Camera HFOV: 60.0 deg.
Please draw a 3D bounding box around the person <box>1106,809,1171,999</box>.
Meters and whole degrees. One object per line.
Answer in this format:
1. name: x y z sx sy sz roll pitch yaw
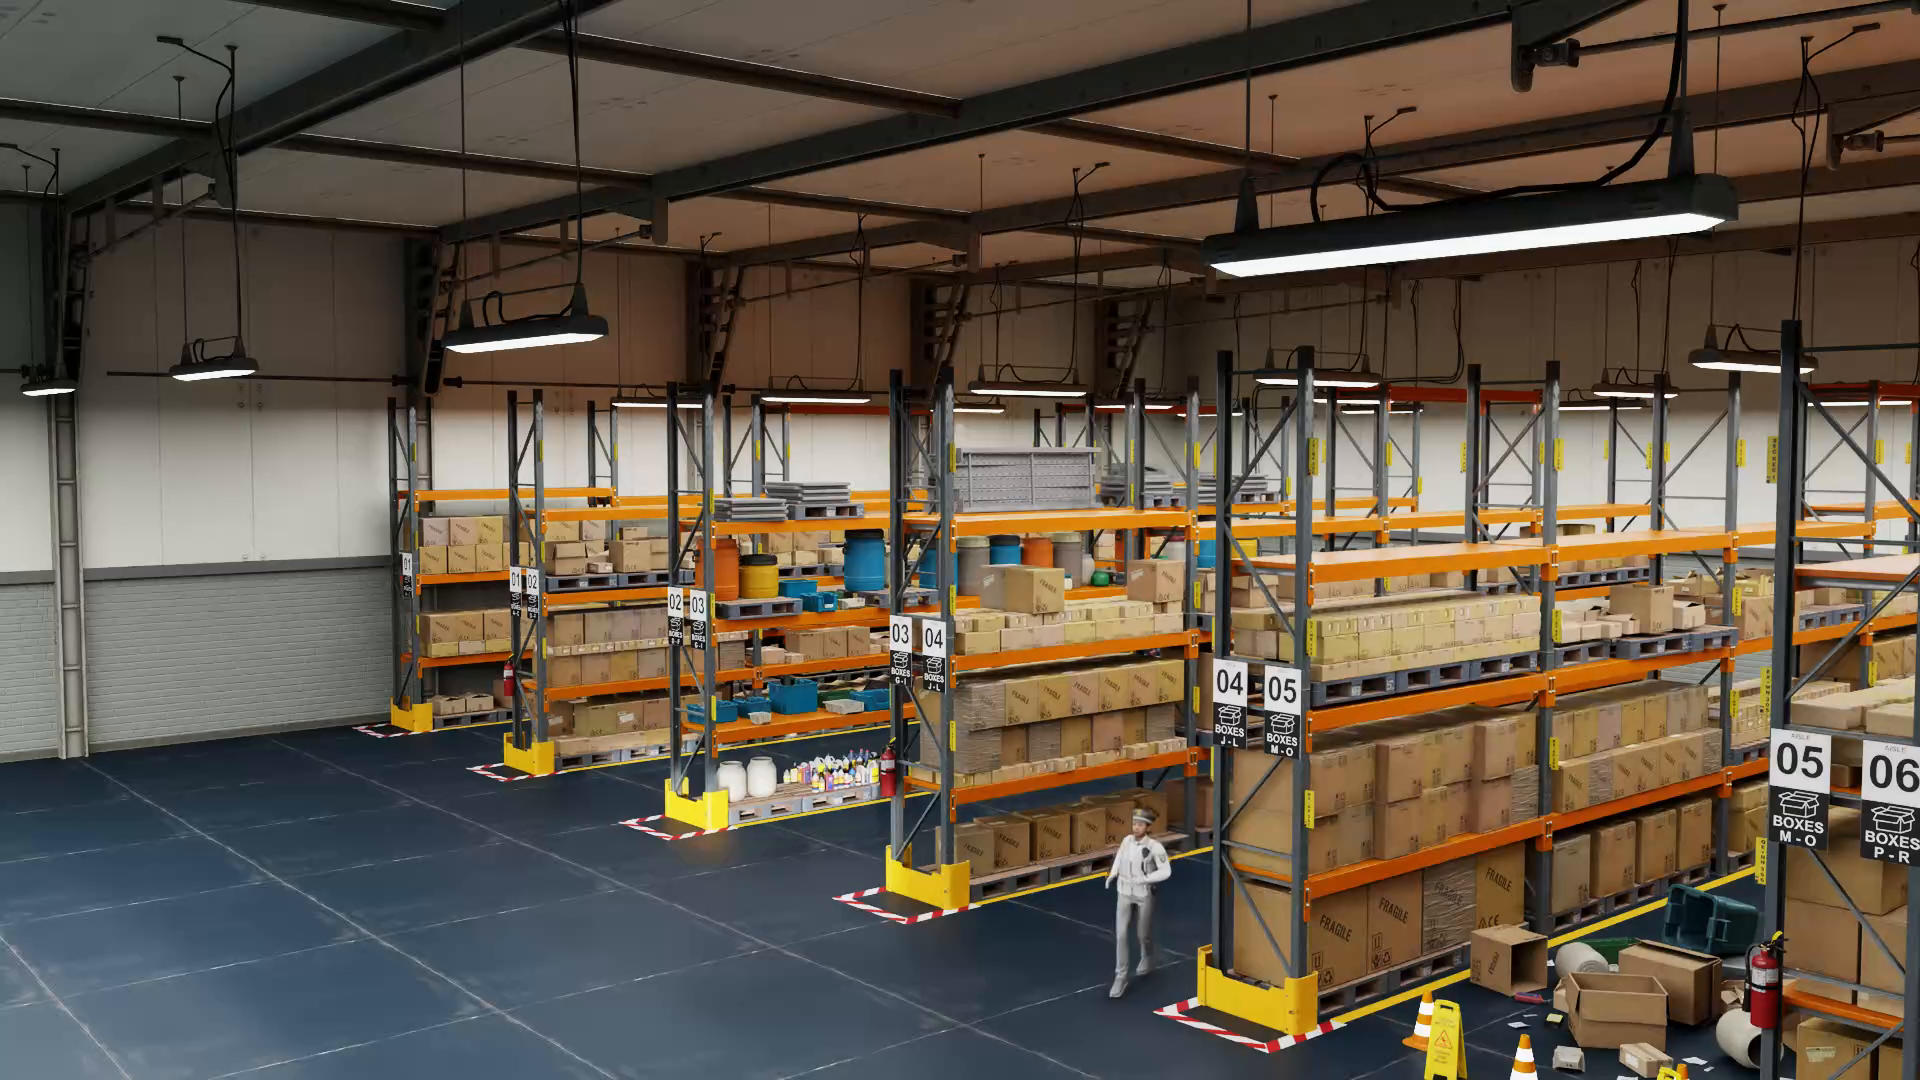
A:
1. person: 1.694 3.396 15.773 0.649 1.712 0.871 1 4 22
